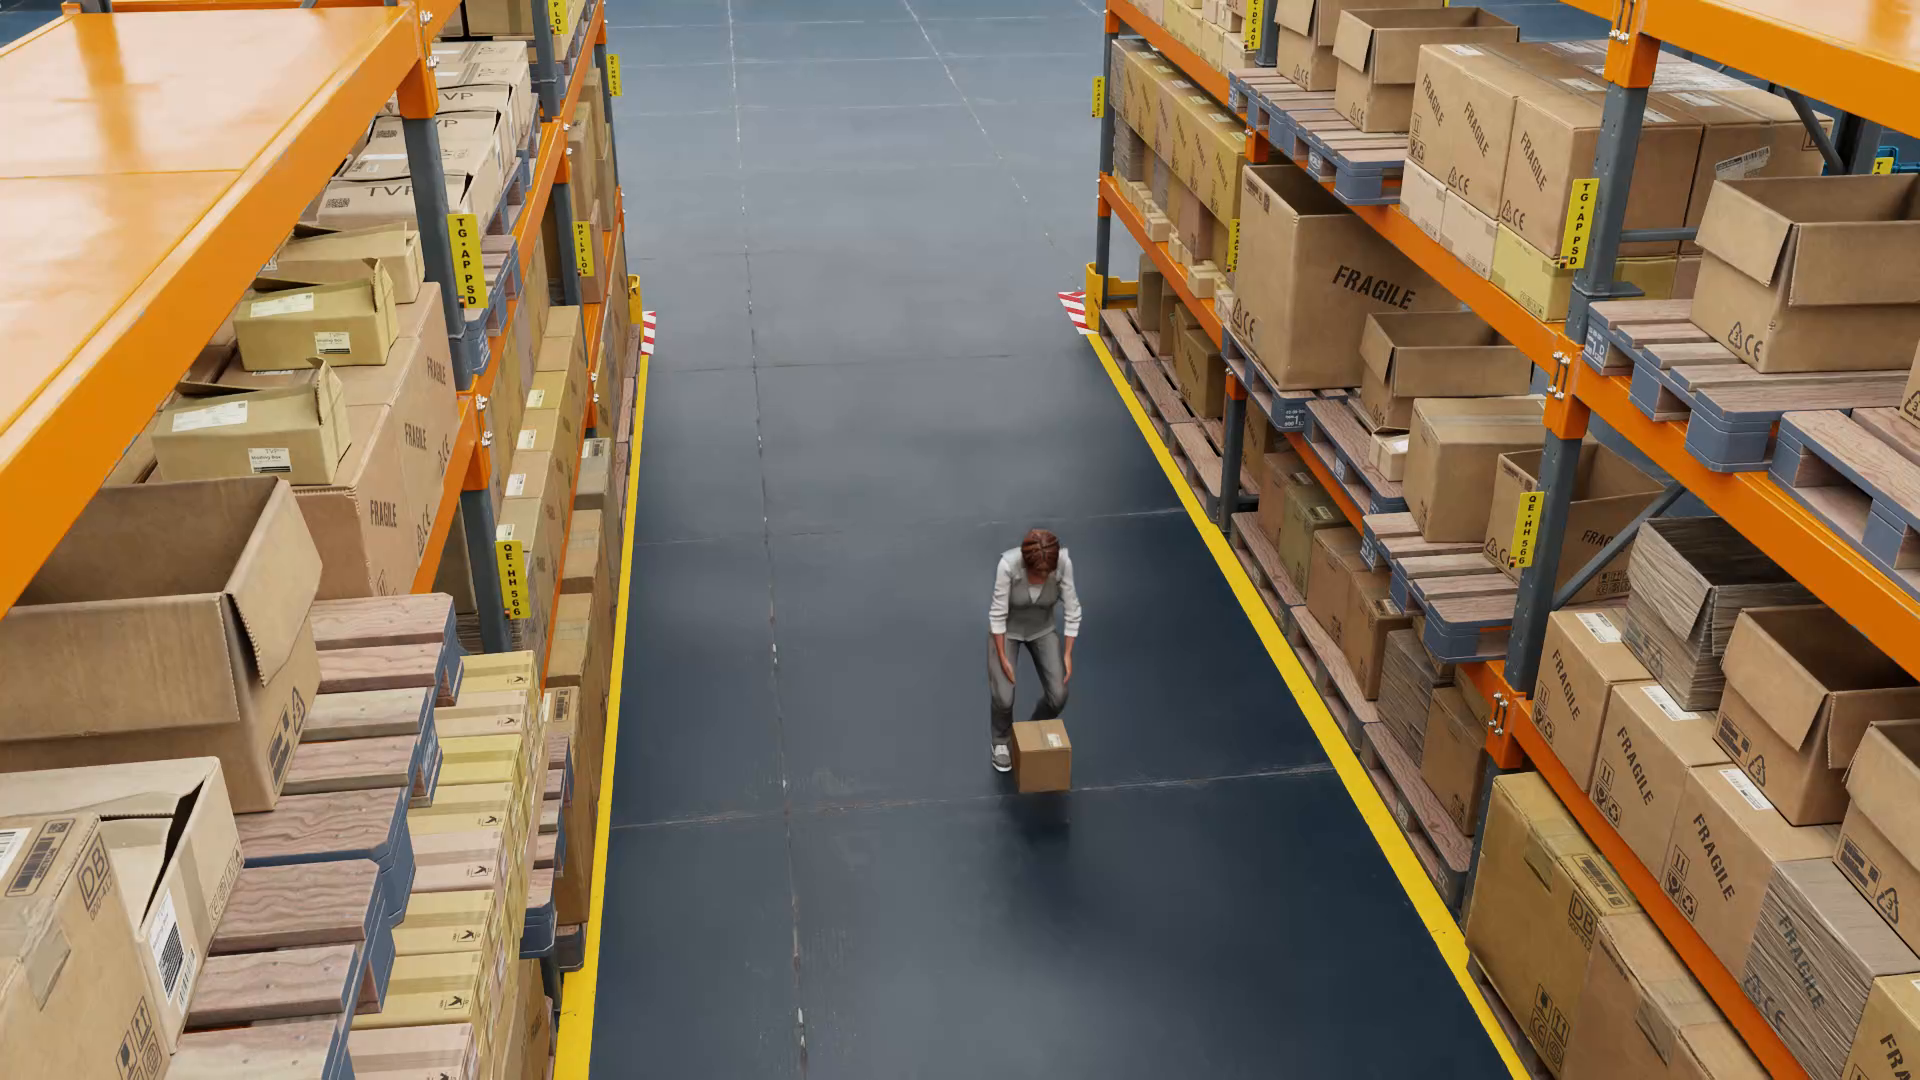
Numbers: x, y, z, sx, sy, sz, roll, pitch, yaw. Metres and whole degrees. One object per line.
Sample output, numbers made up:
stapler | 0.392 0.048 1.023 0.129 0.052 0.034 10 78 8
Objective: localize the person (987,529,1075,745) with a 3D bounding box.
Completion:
person | 0.356 0.486 8.296 0.439 1.332 0.560 -3 28 -7
